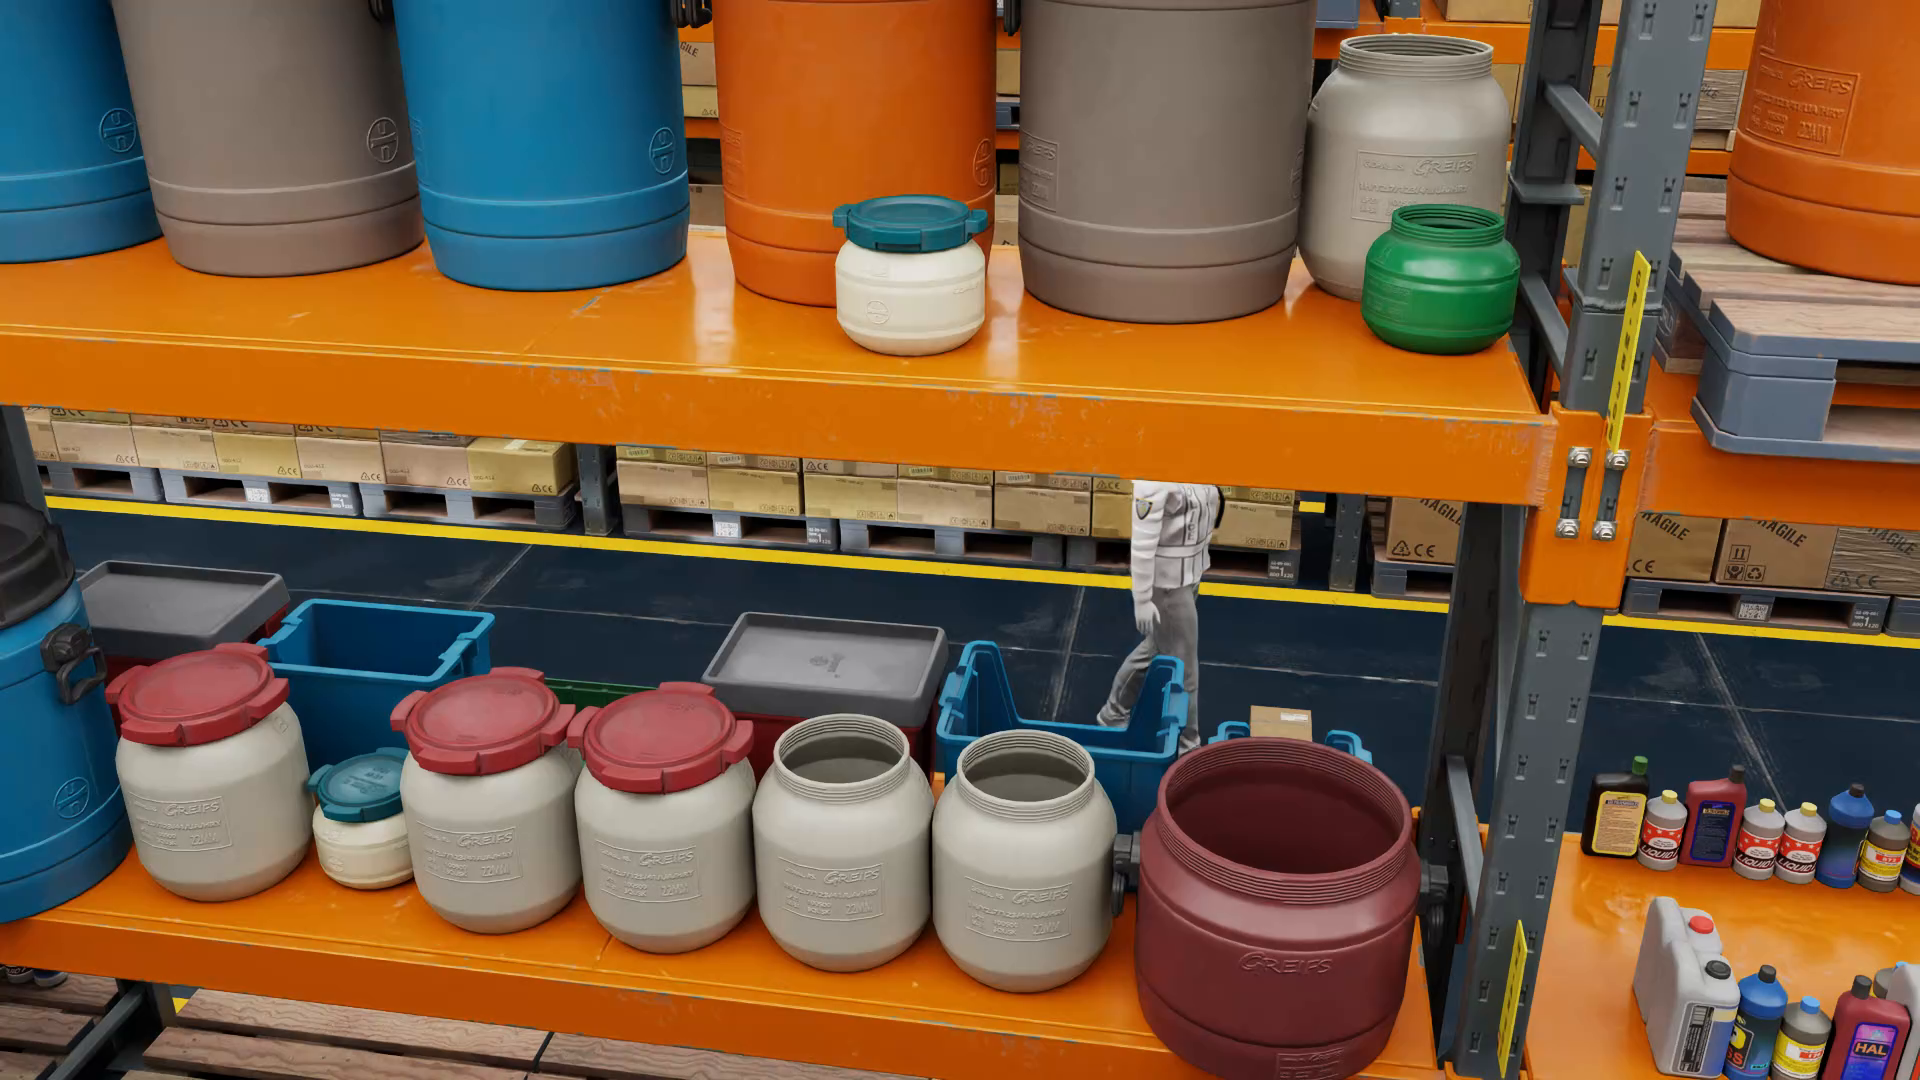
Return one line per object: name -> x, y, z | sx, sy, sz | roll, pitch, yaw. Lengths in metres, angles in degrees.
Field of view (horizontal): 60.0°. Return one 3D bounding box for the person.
person -> 0.885, 0.166, 6.732 | 0.669, 1.663, 0.518 | 11, 27, 22
